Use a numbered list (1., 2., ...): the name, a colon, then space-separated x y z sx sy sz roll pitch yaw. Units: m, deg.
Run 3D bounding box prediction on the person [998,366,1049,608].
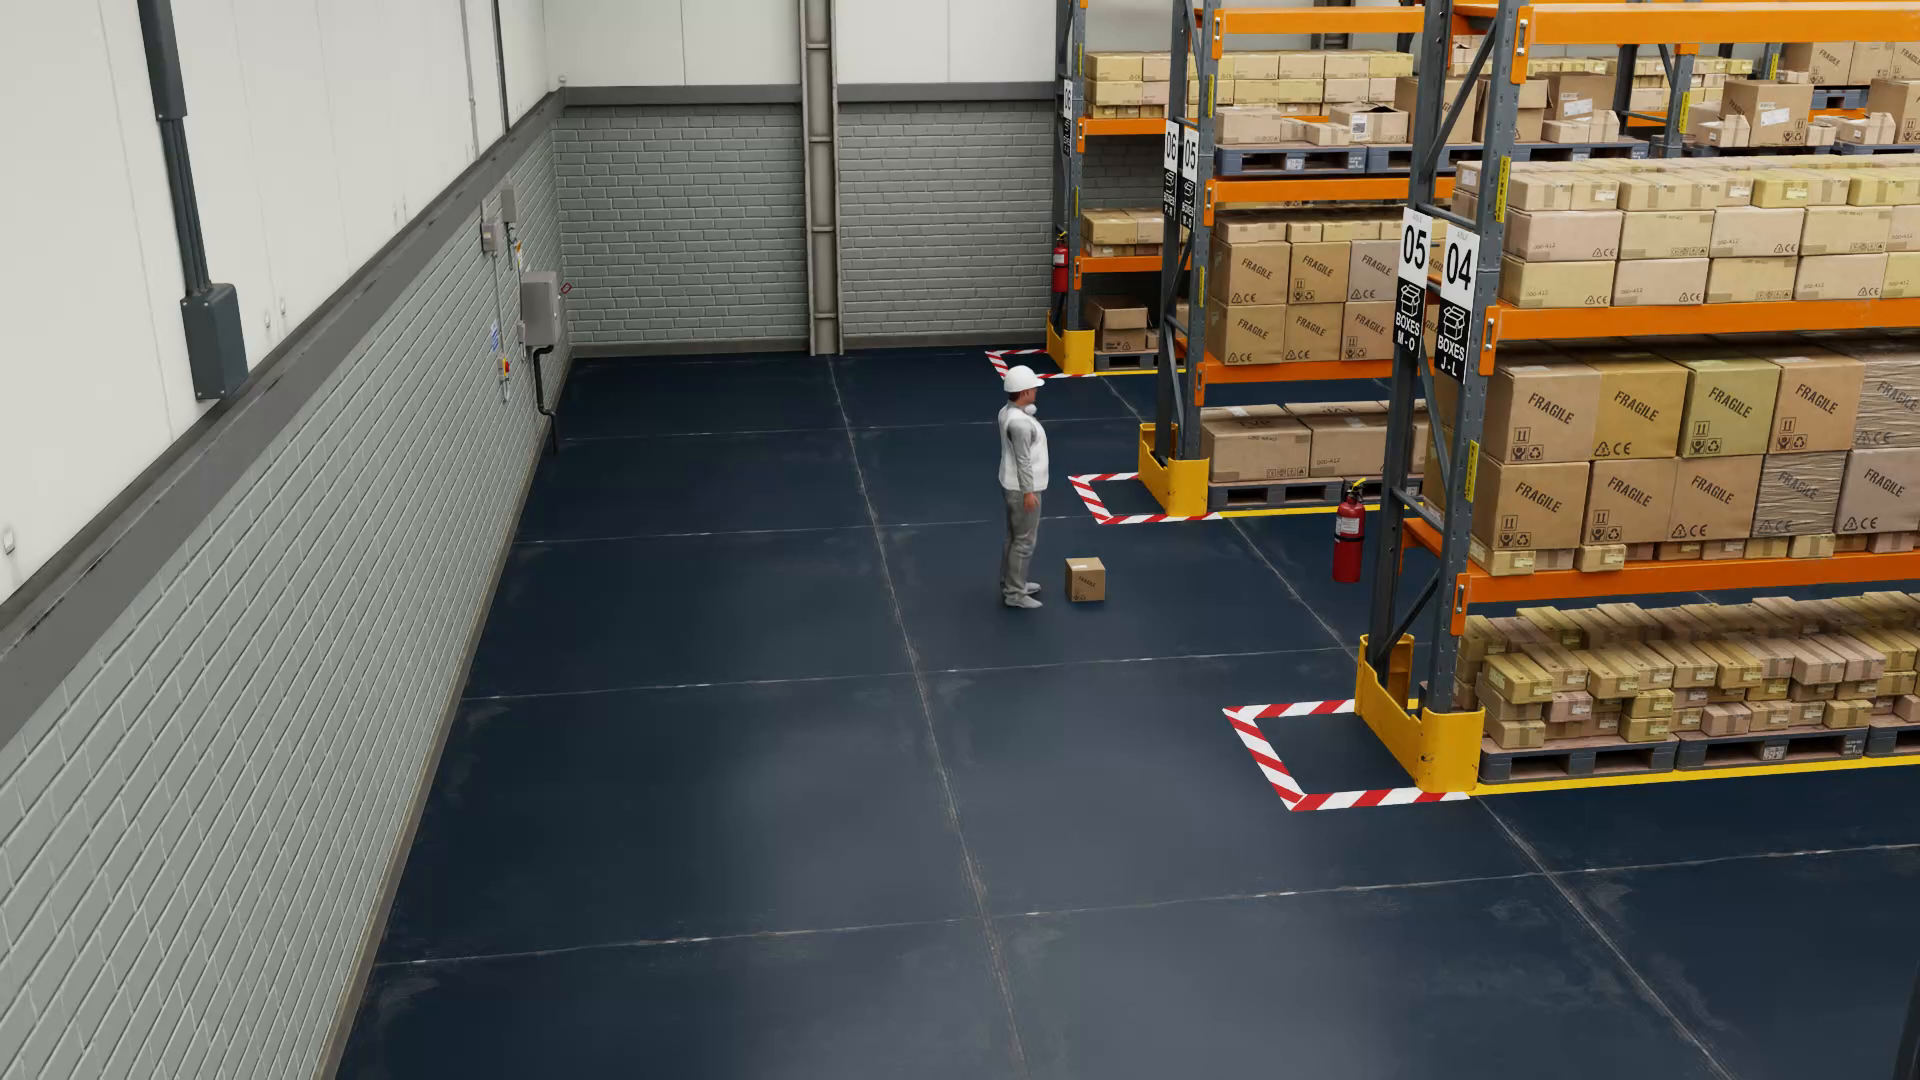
1. person: 0.464 -0.388 12.152 0.356 1.808 0.534 -2 20 -7
